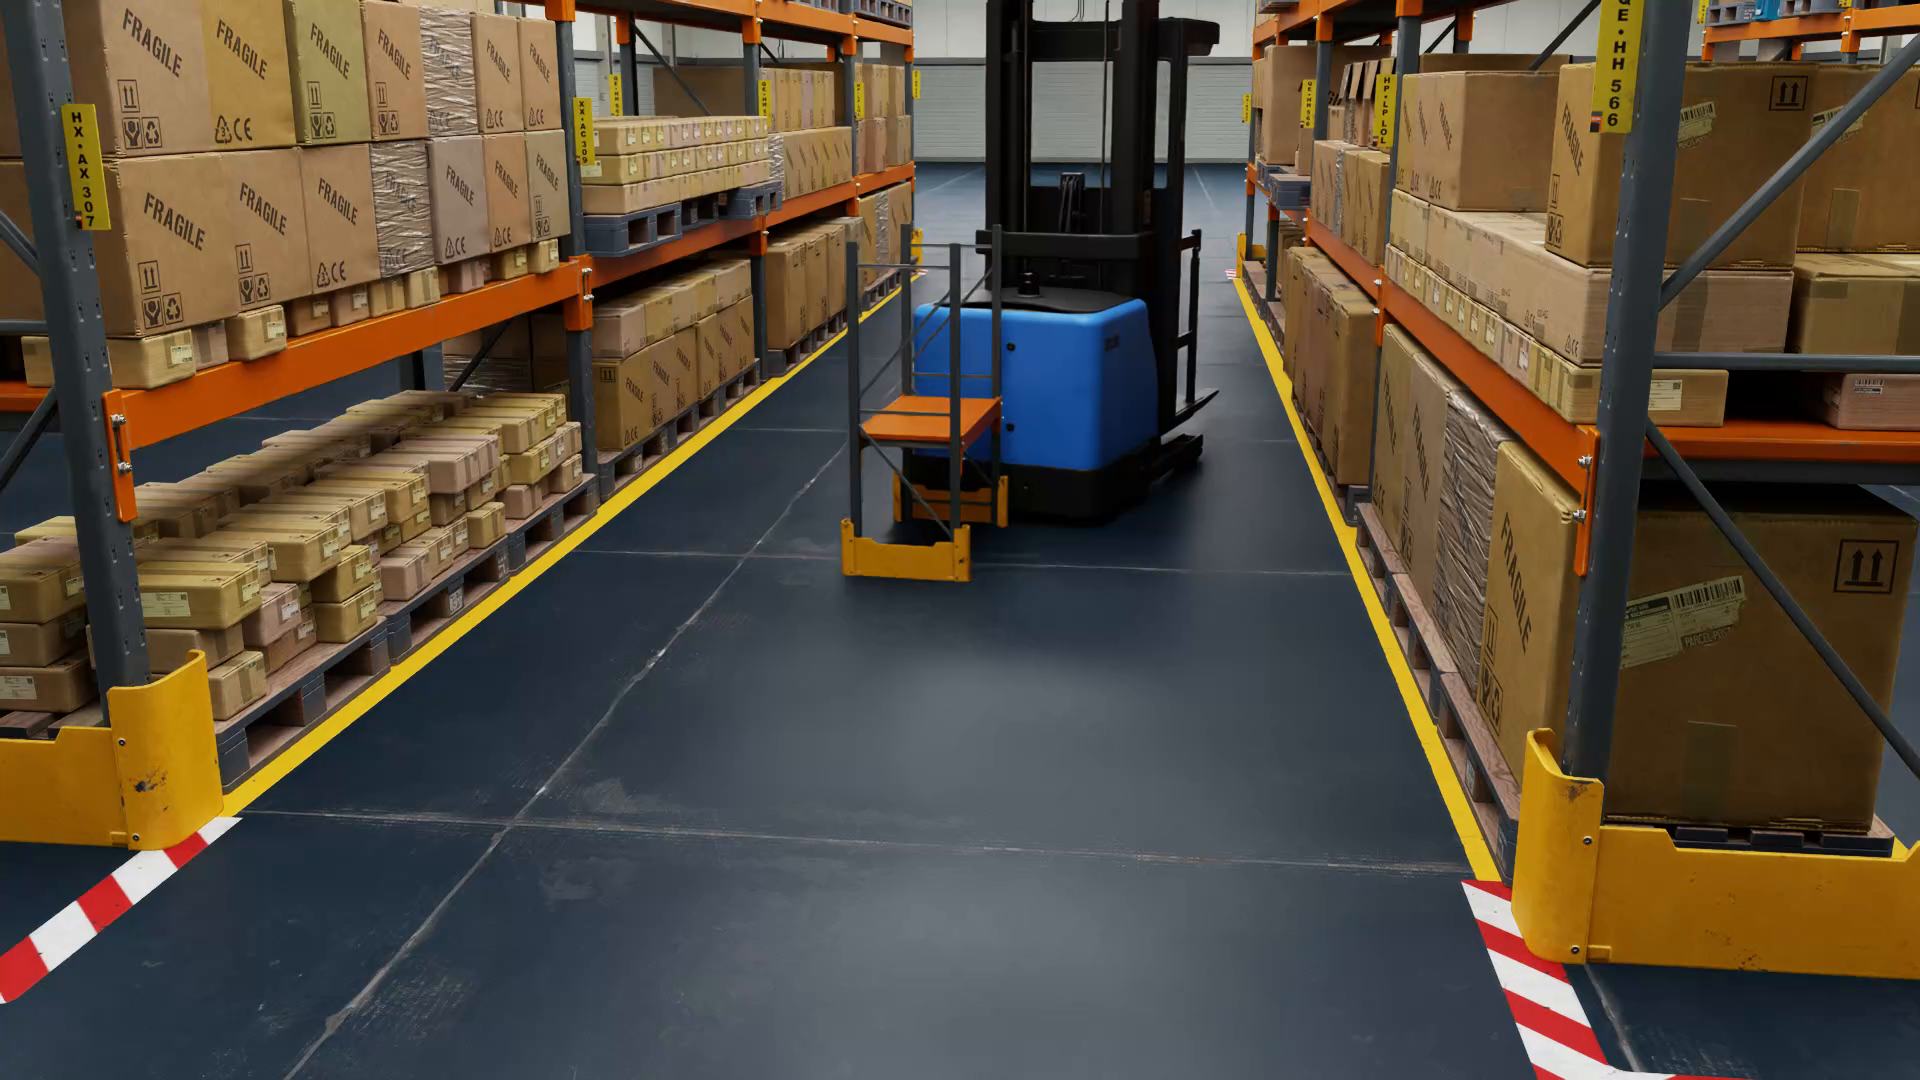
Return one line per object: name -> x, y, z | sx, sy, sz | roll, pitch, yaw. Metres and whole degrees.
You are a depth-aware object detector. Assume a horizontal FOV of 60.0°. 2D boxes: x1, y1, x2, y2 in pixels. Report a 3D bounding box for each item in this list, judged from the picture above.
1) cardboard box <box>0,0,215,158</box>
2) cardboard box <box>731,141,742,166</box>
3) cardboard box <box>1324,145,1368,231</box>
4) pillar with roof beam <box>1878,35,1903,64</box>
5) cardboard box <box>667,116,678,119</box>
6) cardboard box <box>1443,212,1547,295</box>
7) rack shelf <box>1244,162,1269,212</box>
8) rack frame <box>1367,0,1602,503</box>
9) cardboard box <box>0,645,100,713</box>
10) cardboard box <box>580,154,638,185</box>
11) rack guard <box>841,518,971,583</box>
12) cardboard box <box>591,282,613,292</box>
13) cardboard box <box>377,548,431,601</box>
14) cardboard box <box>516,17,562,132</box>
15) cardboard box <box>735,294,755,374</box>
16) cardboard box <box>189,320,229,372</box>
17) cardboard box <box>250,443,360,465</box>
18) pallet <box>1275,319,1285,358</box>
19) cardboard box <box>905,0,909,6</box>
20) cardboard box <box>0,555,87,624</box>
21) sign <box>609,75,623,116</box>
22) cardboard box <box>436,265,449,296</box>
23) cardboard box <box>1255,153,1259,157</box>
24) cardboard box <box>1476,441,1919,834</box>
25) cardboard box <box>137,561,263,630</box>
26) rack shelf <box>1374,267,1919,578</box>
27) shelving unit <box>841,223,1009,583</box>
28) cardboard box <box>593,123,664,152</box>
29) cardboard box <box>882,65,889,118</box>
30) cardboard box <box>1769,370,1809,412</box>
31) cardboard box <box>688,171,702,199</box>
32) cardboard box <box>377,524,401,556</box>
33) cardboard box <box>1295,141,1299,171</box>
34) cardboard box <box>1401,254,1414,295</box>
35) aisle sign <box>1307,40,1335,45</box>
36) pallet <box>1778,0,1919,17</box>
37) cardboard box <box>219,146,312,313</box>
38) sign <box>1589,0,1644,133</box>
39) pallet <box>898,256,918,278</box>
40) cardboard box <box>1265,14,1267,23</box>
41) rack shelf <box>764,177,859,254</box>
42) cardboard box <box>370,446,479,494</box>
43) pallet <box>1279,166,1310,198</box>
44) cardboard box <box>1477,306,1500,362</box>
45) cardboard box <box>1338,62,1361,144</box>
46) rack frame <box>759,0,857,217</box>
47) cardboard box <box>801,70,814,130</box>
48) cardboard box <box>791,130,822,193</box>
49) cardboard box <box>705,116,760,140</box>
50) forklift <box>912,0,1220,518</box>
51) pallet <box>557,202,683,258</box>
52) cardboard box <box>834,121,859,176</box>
cardboard box -> -2.546, -1.369, 4.801 | 0.500, 0.500, 0.500 | 2, 15, 6
cardboard box -> -1.645, -2.542, 10.922 | 0.380, 0.149, 0.250 | 2, 15, 6
cardboard box -> 2.524, -2.152, 10.181 | 0.500, 0.500, 0.500 | 1, 15, 5
pillar with roof beam -> 17.838, -13.166, 39.612 | 9.100, 9.000, 0.400 | 2, 15, 6
cardboard box -> -2.203, -2.914, 11.729 | 0.380, 0.149, 0.250 | 2, 15, 6
cardboard box -> 2.017, -1.017, 5.893 | 0.500, 0.250, 0.500 | 2, 15, 6
rack shelf -> 3.636, -3.697, 17.466 | 1.077, 0.370, 4.000 | 2, 15, 6
rack frame -> 2.508, -1.451, 7.781 | 1.000, 3.000, 0.127 | 2, 15, 6
cardboard box -> -3.008, 0.445, 5.426 | 0.380, 0.149, 0.250 | 2, 15, 7
cardboard box -> -1.908, -1.937, 8.685 | 0.380, 0.149, 0.250 | 2, 15, 7
rack guard -> -0.245, 0.047, 7.510 | 0.587, 0.250, 0.087 | 3, 15, 11
cardboard box -> -2.459, -1.452, 10.334 | 0.500, 0.250, 0.500 | 1, 15, 4
cardboard box -> -2.327, 0.132, 6.583 | 0.380, 0.149, 0.250 | 1, 15, 4
cardboard box -> -2.193, -2.168, 7.755 | 0.500, 0.500, 0.500 | 1, 15, 4
cardboard box -> -1.772, -1.478, 11.866 | 0.500, 0.500, 0.500 | 2, 15, 6
cardboard box -> -2.511, -0.606, 5.138 | 0.380, 0.149, 0.250 | 2, 15, 8
cardboard box -> -2.789, -0.312, 7.086 | 0.380, 0.149, 0.250 | 1, 15, 4
pallet -> 3.189, -1.660, 13.898 | 1.003, 0.211, 1.213 | 2, 15, 6
cardboard box -> -0.785, -6.152, 18.904 | 0.380, 0.149, 0.250 | 2, 15, 7
cardboard box -> -3.052, 0.156, 5.356 | 0.380, 0.149, 0.250 | 2, 15, 7
sign -> -2.510, -3.235, 12.161 | 0.100, 0.325, 0.005 | 2, 15, 6
cardboard box -> -2.355, -1.081, 6.896 | 0.380, 0.149, 0.250 | 1, 15, 5
cardboard box -> 3.502, -4.246, 18.600 | 0.380, 0.149, 0.250 | 2, 15, 6
cardboard box -> 2.049, 0.241, 4.789 | 0.875, 0.875, 0.875 | 2, 15, 6
cardboard box -> -2.464, 0.175, 5.287 | 0.380, 0.149, 0.250 | 1, 15, 4
rack shelf -> 2.282, -0.585, 5.956 | 1.077, 0.370, 4.000 | 2, 15, 6
shelving unit -> -0.146, -0.684, 7.818 | 0.587, 1.500, 1.083 | 3, 15, 11
cardboard box -> -1.851, -2.219, 9.160 | 0.380, 0.149, 0.250 | 2, 15, 7
cardboard box -> -1.235, -4.806, 17.833 | 0.875, 0.550, 0.500 | 2, 15, 6
cardboard box -> 2.452, -0.441, 4.528 | 0.380, 0.149, 0.250 | 1, 15, 5
cardboard box -> -1.766, -2.132, 9.977 | 0.380, 0.149, 0.250 | 1, 15, 5
cardboard box -> -2.458, -0.026, 6.599 | 0.380, 0.149, 0.250 | 2, 15, 9
cardboard box -> 2.879, -3.067, 13.209 | 0.396, 0.266, 0.258 | 1, 15, 5
cardboard box -> 2.085, -1.126, 7.061 | 0.380, 0.149, 0.250 | 2, 15, 8
aisle sign -> 4.167, -5.825, 18.978 | 0.394, 0.787, 0.004 | 2, 15, 6
pallet -> 8.316, -4.927, 15.250 | 1.213, 0.211, 1.003 | 2, 15, 6
cardboard box -> -2.500, -1.025, 5.446 | 0.500, 0.500, 0.500 | 2, 15, 6
sign -> 1.519, -1.106, 3.835 | 0.100, 0.325, 0.005 | 2, 15, 6
pallet -> -1.068, -3.180, 19.517 | 1.003, 0.211, 1.213 | 2, 15, 6
cardboard box -> 3.385, -5.424, 17.015 | 0.500, 0.250, 0.500 | 2, 15, 8
rack shelf -> -1.732, -2.832, 14.267 | 1.077, 0.370, 4.000 | 2, 15, 6
cardboard box -> -2.265, -0.296, 7.029 | 0.380, 0.149, 0.250 | 1, 15, 4
pallet -> 3.142, -2.910, 13.546 | 1.003, 0.211, 1.213 | 2, 15, 6
cardboard box -> 1.883, -0.659, 5.334 | 0.380, 0.149, 0.250 | 1, 15, 5
cardboard box -> 2.861, -2.832, 10.774 | 0.797, 0.503, 0.637 | 2, 15, 8
rack frame -> -1.506, -3.698, 16.091 | 1.000, 3.000, 0.127 | 2, 15, 6
cardboard box -> -1.670, -3.835, 14.493 | 0.700, 0.500, 0.500 | 2, 15, 7
cardboard box -> -1.468, -3.209, 14.092 | 0.500, 0.500, 0.500 | 2, 15, 6
cardboard box -> -1.588, -2.823, 11.394 | 0.380, 0.149, 0.250 | 2, 15, 6
forklift -> 0.796, -1.867, 9.451 | 1.130, 2.935, 3.031 | 6, 16, 23
pallet -> -2.178, -1.724, 9.160 | 1.003, 0.211, 1.213 | 2, 15, 6
cardboard box -> -1.477, -3.866, 16.427 | 0.875, 0.550, 0.550 | 2, 15, 6
